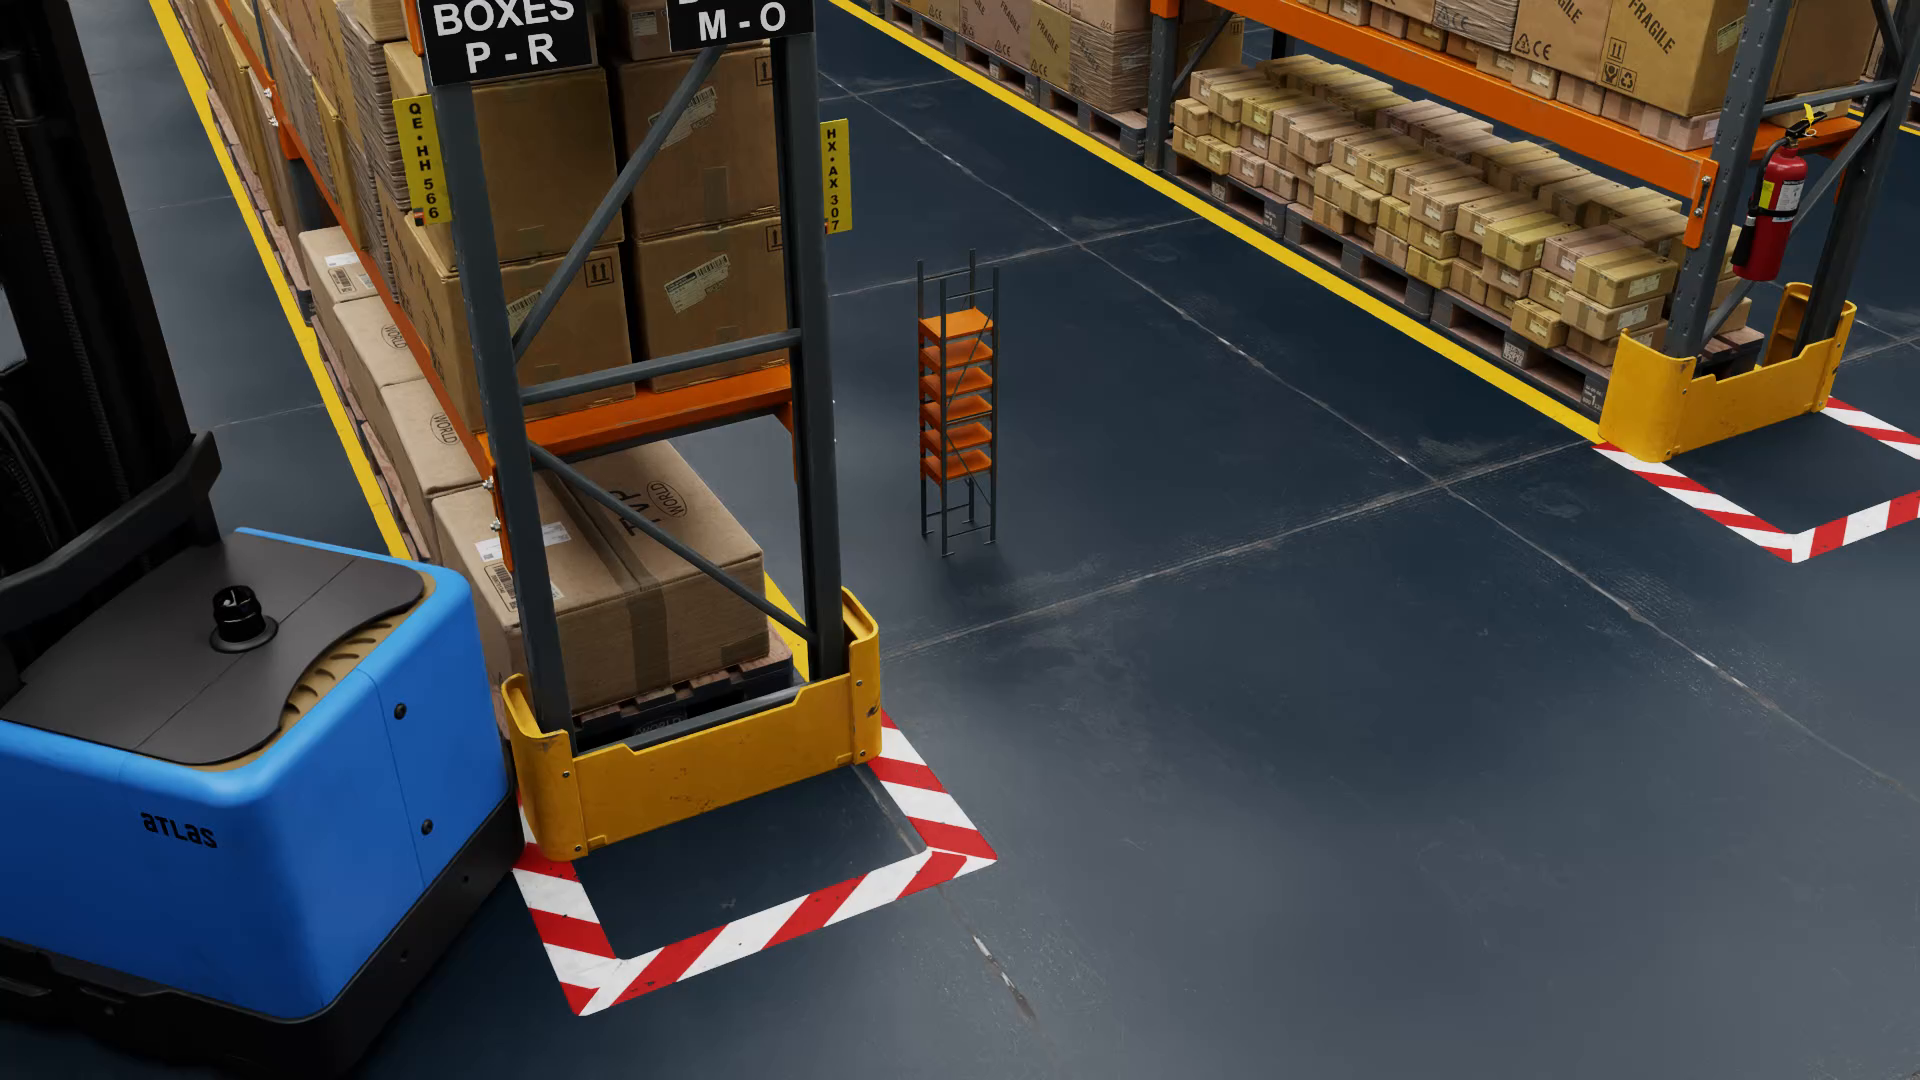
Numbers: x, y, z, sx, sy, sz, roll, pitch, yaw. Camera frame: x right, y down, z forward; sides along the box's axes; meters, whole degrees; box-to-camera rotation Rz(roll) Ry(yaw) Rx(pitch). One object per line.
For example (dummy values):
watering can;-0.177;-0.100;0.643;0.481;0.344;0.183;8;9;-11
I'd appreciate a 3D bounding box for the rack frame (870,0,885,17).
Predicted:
rack frame;-0.248;-5.597;12.706;1.000;3.000;0.127;-16;36;-23

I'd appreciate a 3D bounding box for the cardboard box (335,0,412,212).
cardboard box;-1.555;-1.361;5.075;0.500;0.500;0.500;-16;36;-23

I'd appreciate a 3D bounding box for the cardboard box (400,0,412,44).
cardboard box;-1.334;-1.458;4.625;0.380;0.149;0.250;-15;36;-22

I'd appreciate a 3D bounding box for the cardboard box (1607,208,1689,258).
cardboard box;3.304;-1.443;7.924;0.380;0.149;0.250;-15;36;-22

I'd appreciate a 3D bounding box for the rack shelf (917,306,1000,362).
rack shelf;-0.007;-0.778;6.267;0.258;0.103;0.180;-16;36;-23

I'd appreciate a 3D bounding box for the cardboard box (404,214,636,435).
cardboard box;-1.309;-0.692;4.956;0.500;0.500;0.500;-16;36;-23

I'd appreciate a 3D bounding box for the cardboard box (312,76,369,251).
cardboard box;-2.030;-1.421;6.095;0.500;0.500;0.500;-15;35;-22

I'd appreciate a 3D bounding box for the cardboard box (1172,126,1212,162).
cardboard box;1.503;-2.410;9.985;0.380;0.149;0.250;-18;37;-25

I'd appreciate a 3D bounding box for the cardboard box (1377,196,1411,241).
cardboard box;2.384;-1.679;8.568;0.380;0.149;0.250;-14;35;-21

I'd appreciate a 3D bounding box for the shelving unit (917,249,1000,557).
shelving unit;-0.007;-0.512;6.437;0.258;1.200;0.189;-16;36;-23

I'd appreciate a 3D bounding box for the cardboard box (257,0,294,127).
cardboard box;-2.727;-2.147;7.228;0.500;0.500;0.500;-15;35;-22

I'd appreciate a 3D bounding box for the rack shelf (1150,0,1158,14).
rack shelf;0.685;-4.340;11.410;1.077;0.370;4.000;-16;36;-23

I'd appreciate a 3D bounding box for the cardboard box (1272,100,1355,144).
cardboard box;1.974;-2.325;9.301;0.380;0.149;0.250;-17;36;-24

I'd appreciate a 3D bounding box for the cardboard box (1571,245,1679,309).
cardboard box;3.011;-1.195;7.537;0.380;0.149;0.250;-15;36;-23

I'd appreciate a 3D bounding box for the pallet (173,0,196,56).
pallet;-5.507;-4.084;12.930;1.003;0.211;1.213;-16;36;-23

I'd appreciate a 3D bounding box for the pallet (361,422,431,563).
pallet;-1.856;-0.255;6.953;1.003;0.211;1.213;-16;36;-23

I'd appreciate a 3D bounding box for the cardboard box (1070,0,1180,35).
cardboard box;1.046;-3.420;10.540;0.500;0.250;0.500;-17;36;-24

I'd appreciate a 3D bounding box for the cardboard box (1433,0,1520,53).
cardboard box;2.565;-2.583;7.633;0.500;0.500;0.500;-16;36;-23

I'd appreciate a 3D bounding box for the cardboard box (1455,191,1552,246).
cardboard box;2.647;-1.561;8.107;0.380;0.149;0.250;-17;37;-25

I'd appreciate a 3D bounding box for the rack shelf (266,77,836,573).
rack shelf;-1.782;-1.138;6.412;1.077;0.370;4.000;-16;36;-23

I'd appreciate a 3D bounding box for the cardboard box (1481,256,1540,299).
cardboard box;2.740;-1.309;7.990;0.380;0.149;0.250;-17;37;-25

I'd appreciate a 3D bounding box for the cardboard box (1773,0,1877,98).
cardboard box;3.517;-2.230;7.082;0.500;0.500;0.500;-14;35;-21

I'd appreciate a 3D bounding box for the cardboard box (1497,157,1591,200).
cardboard box;2.990;-1.828;8.524;0.380;0.149;0.250;-14;35;-21

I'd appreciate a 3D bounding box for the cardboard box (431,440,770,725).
cardboard box;-1.246;0.126;5.758;0.875;0.438;0.875;-17;36;-25

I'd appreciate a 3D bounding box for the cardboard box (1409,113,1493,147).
cardboard box;2.687;-2.207;9.116;0.380;0.149;0.250;-17;36;-25

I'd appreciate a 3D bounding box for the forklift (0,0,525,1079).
forklift;-2.919;-0.248;4.420;3.031;2.935;1.130;10;34;15

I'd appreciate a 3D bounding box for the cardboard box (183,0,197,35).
cardboard box;-5.185;-3.996;12.254;0.950;0.372;0.625;-17;36;-24

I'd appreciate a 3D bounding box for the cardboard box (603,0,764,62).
cardboard box;-0.770;-1.461;4.629;0.380;0.149;0.250;-15;36;-22

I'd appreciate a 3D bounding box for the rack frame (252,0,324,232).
rack frame;-2.715;-2.395;7.707;1.000;3.000;0.127;-16;36;-23

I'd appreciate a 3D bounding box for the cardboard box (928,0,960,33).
cardboard box;0.094;-4.081;12.267;0.500;0.500;0.500;-15;36;-23

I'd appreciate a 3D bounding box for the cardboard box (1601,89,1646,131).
cardboard box;2.998;-1.886;7.146;0.380;0.149;0.250;-16;36;-23

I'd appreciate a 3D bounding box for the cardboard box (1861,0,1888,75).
cardboard box;6.289;-3.835;11.535;0.875;0.875;0.875;-16;36;-23

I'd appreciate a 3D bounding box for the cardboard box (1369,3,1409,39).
cardboard box;2.283;-2.632;8.311;0.380;0.149;0.250;-14;35;-21

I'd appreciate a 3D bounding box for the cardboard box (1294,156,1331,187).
cardboard box;2.077;-2.064;9.169;0.380;0.149;0.250;-14;35;-21

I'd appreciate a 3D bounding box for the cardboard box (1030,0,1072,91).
cardboard box;0.811;-3.347;11.122;0.500;0.500;0.500;-17;36;-24

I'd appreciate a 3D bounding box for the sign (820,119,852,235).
sign;-0.356;-1.021;4.686;0.100;0.325;0.005;-16;36;-23

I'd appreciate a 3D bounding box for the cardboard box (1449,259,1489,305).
cardboard box;2.669;-1.314;8.274;0.380;0.149;0.250;-15;36;-23

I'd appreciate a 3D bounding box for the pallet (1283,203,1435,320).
pallet;2.535;-1.619;9.082;1.003;0.211;1.213;-16;36;-23

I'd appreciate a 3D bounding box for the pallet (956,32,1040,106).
pallet;0.680;-3.468;11.968;1.003;0.211;1.213;-16;36;-23

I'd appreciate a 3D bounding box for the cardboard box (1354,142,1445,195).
cardboard box;2.301;-1.946;8.709;0.380;0.149;0.250;-16;36;-23

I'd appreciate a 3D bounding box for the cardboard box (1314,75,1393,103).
cardboard box;2.290;-2.582;9.701;0.380;0.149;0.250;-16;36;-24

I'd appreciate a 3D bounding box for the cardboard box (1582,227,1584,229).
cardboard box;3.171;-1.585;8.421;0.380;0.149;0.250;-15;35;-22

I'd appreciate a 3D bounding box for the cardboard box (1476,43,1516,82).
cardboard box;2.631;-2.251;7.716;0.380;0.149;0.250;-18;37;-25

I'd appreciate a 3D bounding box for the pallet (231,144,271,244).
pallet;-3.714;-2.153;9.915;1.003;0.211;1.213;-16;36;-23

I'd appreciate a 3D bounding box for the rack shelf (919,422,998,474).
rack shelf;-0.007;-0.374;6.526;0.258;0.103;0.180;-16;36;-23

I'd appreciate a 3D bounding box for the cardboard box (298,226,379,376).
cardboard box;-2.517;-1.166;7.776;0.875;0.438;0.875;-16;36;-24

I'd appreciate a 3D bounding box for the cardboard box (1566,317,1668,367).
cardboard box;3.052;-0.954;7.713;0.380;0.149;0.250;-15;36;-22

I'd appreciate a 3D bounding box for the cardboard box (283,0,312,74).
cardboard box;-2.248;-2.080;6.196;0.500;0.500;0.500;-15;36;-22

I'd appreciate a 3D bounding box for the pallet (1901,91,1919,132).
pallet;6.910;-2.748;10.843;1.003;0.211;1.213;-16;36;-23

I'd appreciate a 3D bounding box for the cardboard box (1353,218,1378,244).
cardboard box;2.334;-1.695;8.868;0.380;0.149;0.250;-15;36;-22

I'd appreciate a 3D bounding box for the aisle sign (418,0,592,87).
aisle sign;-1.090;-1.468;3.851;0.394;0.787;0.004;-16;36;-23

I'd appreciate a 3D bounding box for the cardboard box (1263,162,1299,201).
cardboard box;1.951;-2.069;9.452;0.380;0.149;0.250;-17;36;-24

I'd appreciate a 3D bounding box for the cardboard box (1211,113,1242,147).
cardboard box;1.701;-2.438;9.753;0.380;0.149;0.250;-16;36;-23

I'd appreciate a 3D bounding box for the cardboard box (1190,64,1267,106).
cardboard box;1.595;-2.699;9.883;0.380;0.149;0.250;-14;35;-21

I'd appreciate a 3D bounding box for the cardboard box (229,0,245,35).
cardboard box;-3.383;-2.726;8.363;0.500;0.250;0.500;-16;36;-24

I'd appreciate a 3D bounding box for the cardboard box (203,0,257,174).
cardboard box;-3.919;-2.809;9.934;0.875;0.875;0.875;-15;36;-23
